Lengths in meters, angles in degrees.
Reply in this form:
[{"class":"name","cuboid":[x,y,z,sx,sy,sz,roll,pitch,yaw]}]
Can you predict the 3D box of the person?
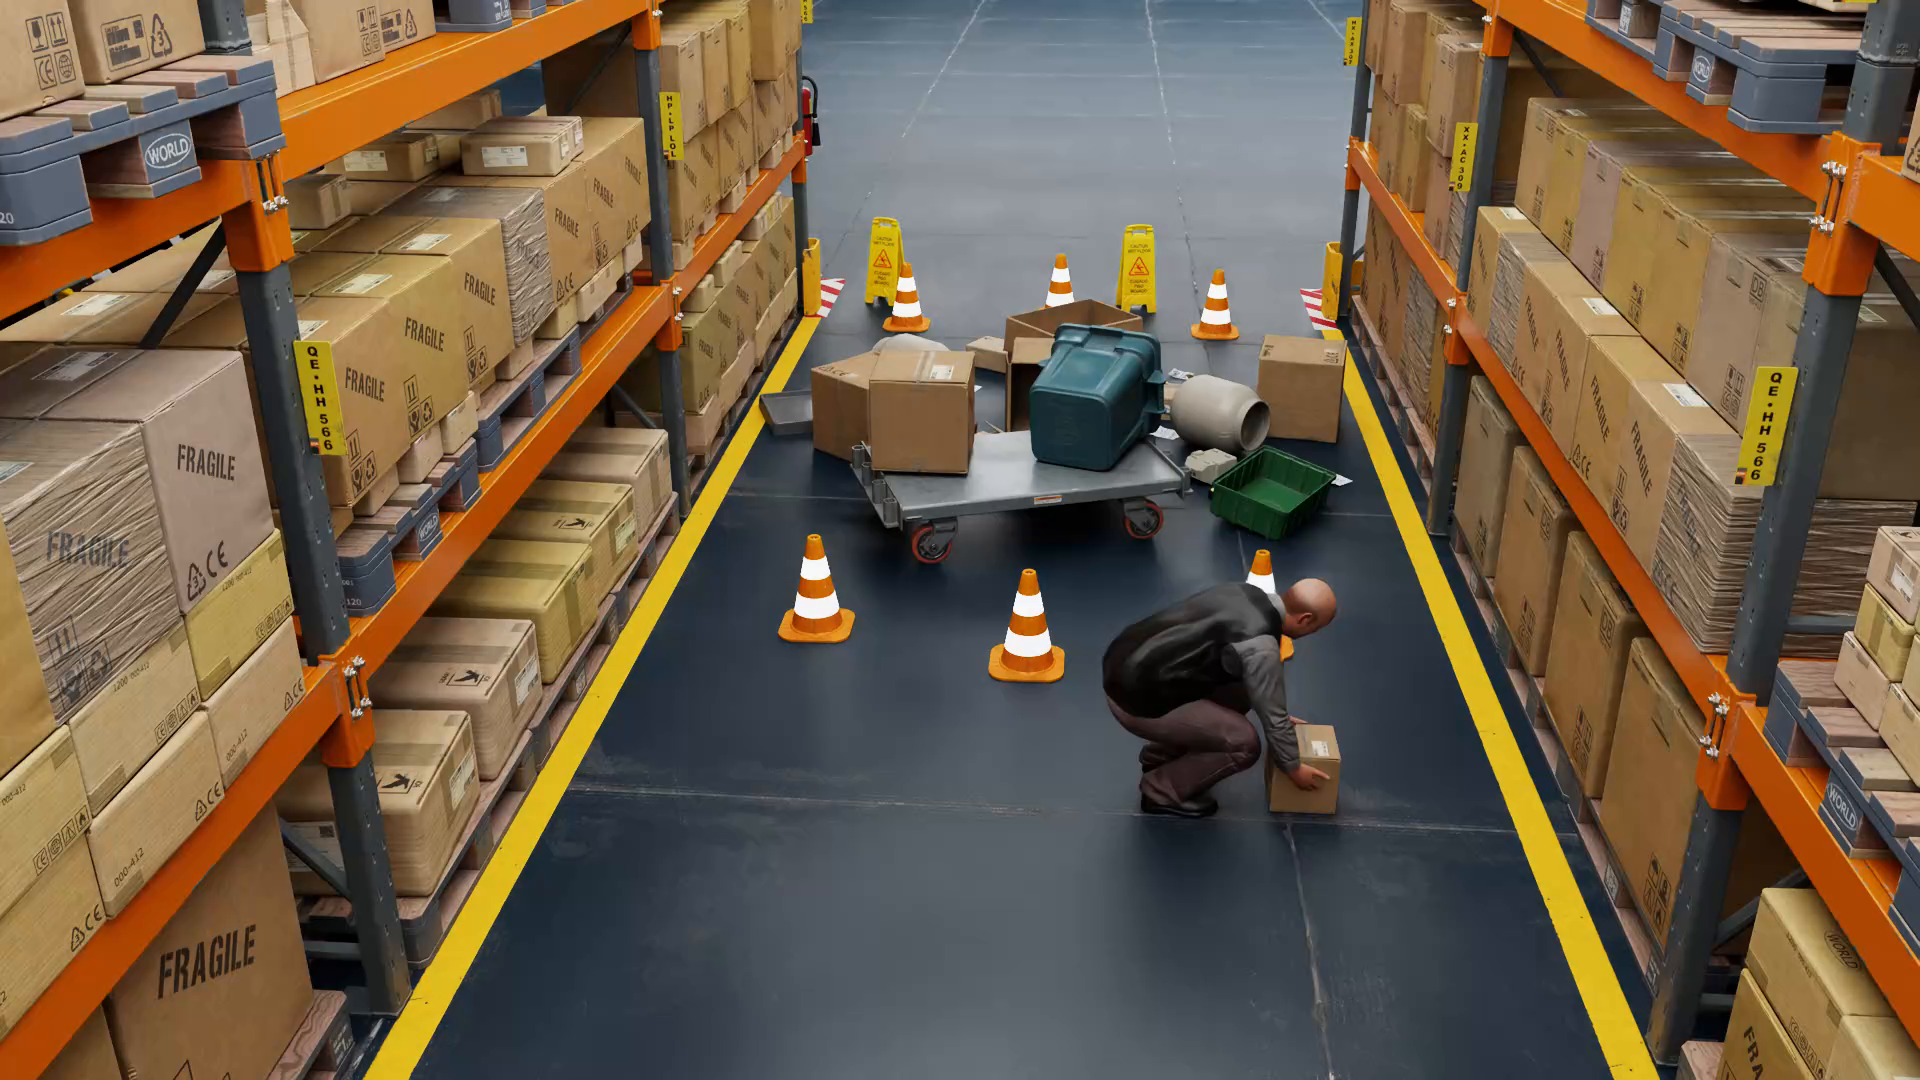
[{"class":"person","cuboid":[0.977,0.572,6.367,0.868,0.906,0.537,2,24,4]}]
